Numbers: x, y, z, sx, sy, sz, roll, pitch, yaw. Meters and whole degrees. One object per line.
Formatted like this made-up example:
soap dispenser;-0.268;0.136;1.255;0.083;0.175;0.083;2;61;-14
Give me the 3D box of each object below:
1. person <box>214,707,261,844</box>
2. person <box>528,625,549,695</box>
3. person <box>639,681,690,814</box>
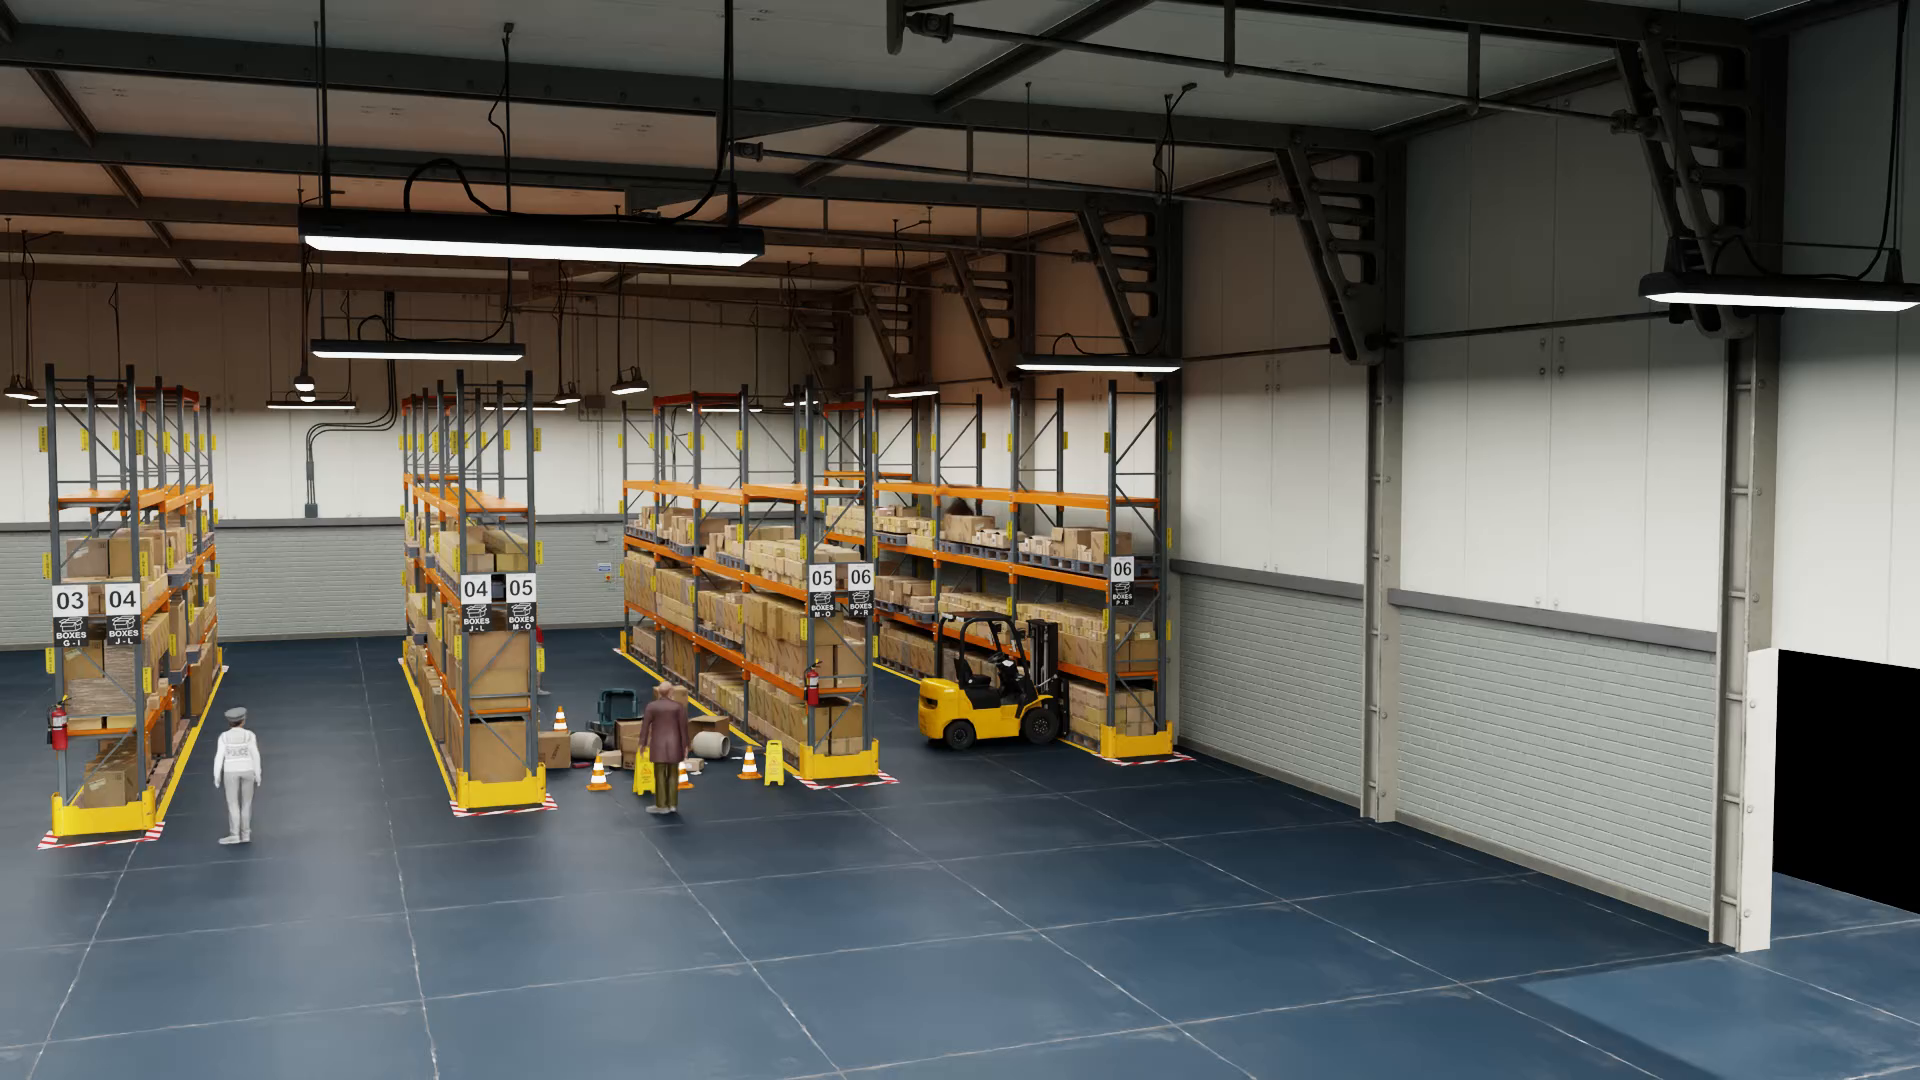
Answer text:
person;-9.032;2.954;20.796;0.541;1.714;0.380;-1;4;-22
person;-8.500;2.211;33.109;0.426;1.725;0.548;-3;4;-41
person;-3.995;2.852;22.461;0.682;1.731;0.446;-1;3;-9
